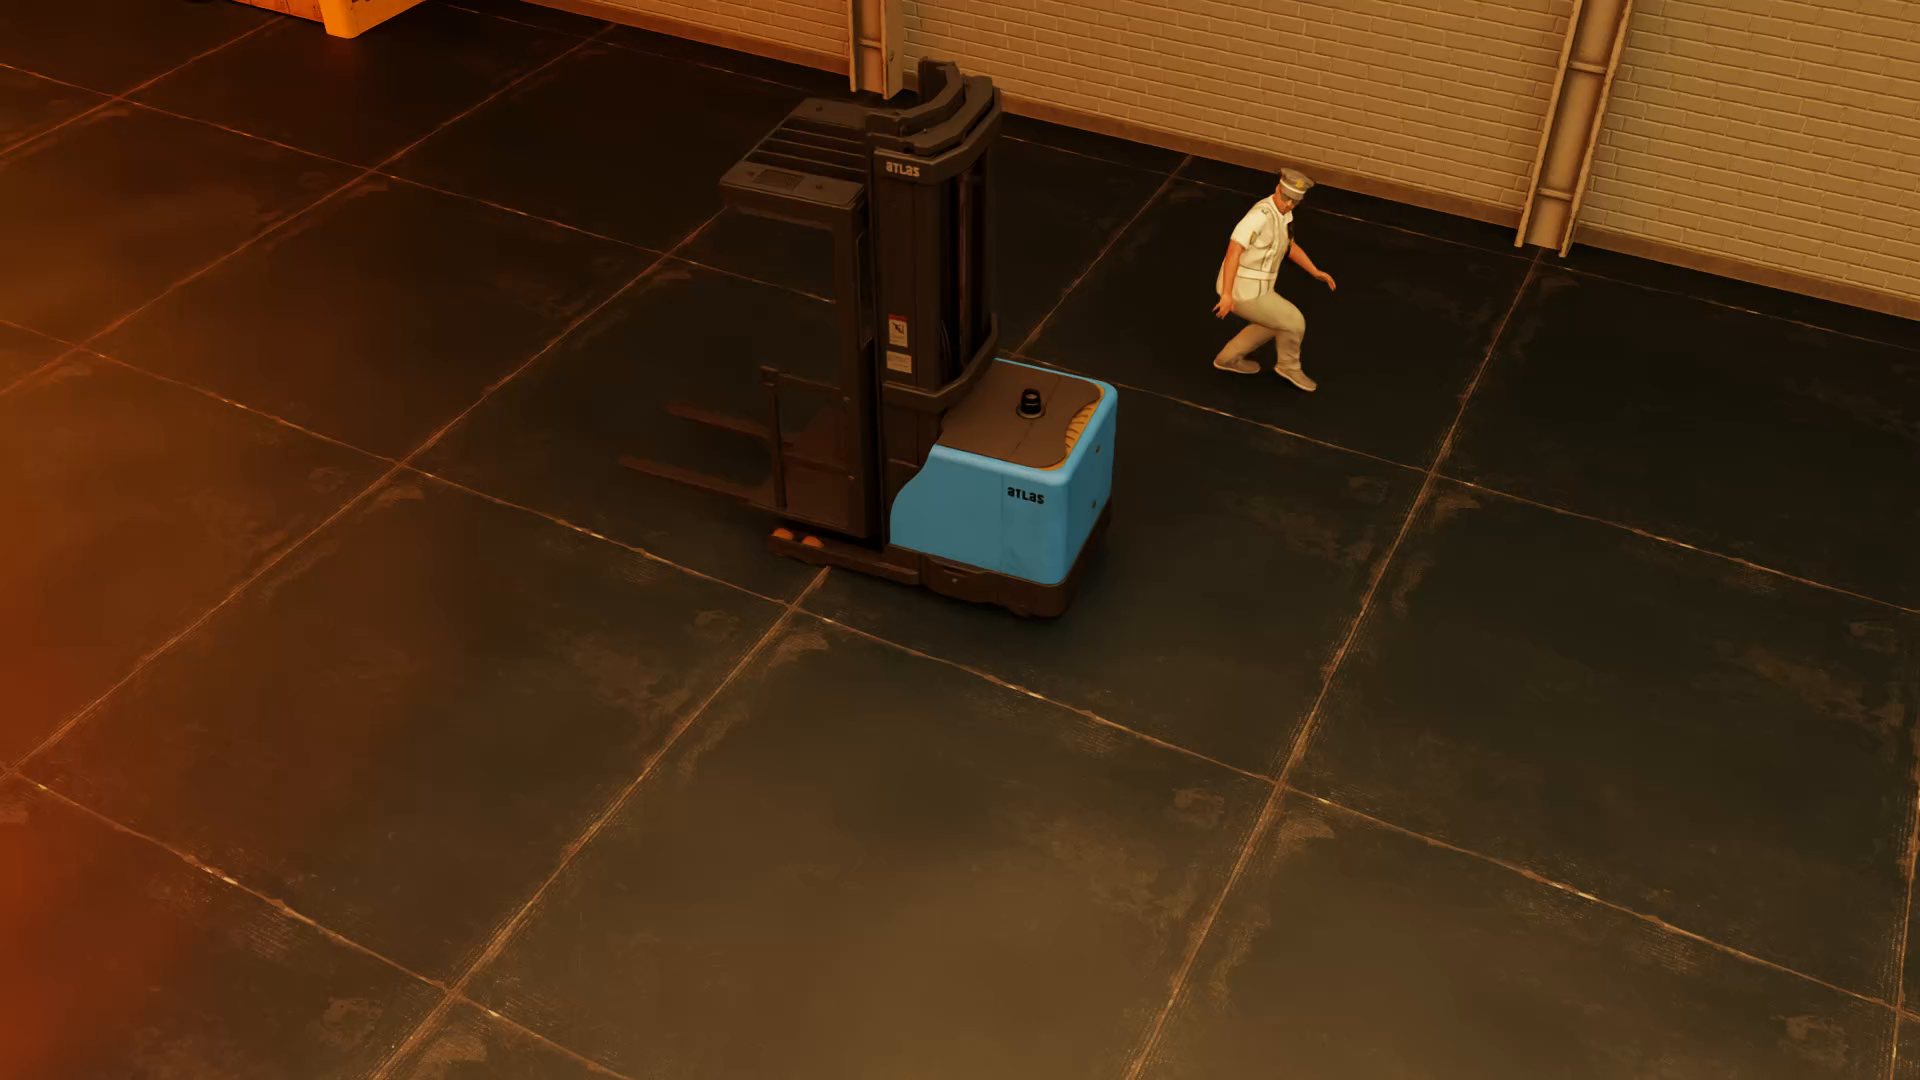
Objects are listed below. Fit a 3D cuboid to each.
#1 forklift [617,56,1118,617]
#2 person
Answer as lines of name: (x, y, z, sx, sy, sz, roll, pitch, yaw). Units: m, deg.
forklift: (-0.638, -1.276, 9.502, 3.031, 2.935, 1.130, 15, 42, 17)
person: (2.100, -1.680, 11.051, 0.791, 1.584, 0.774, 7, 41, 9)
